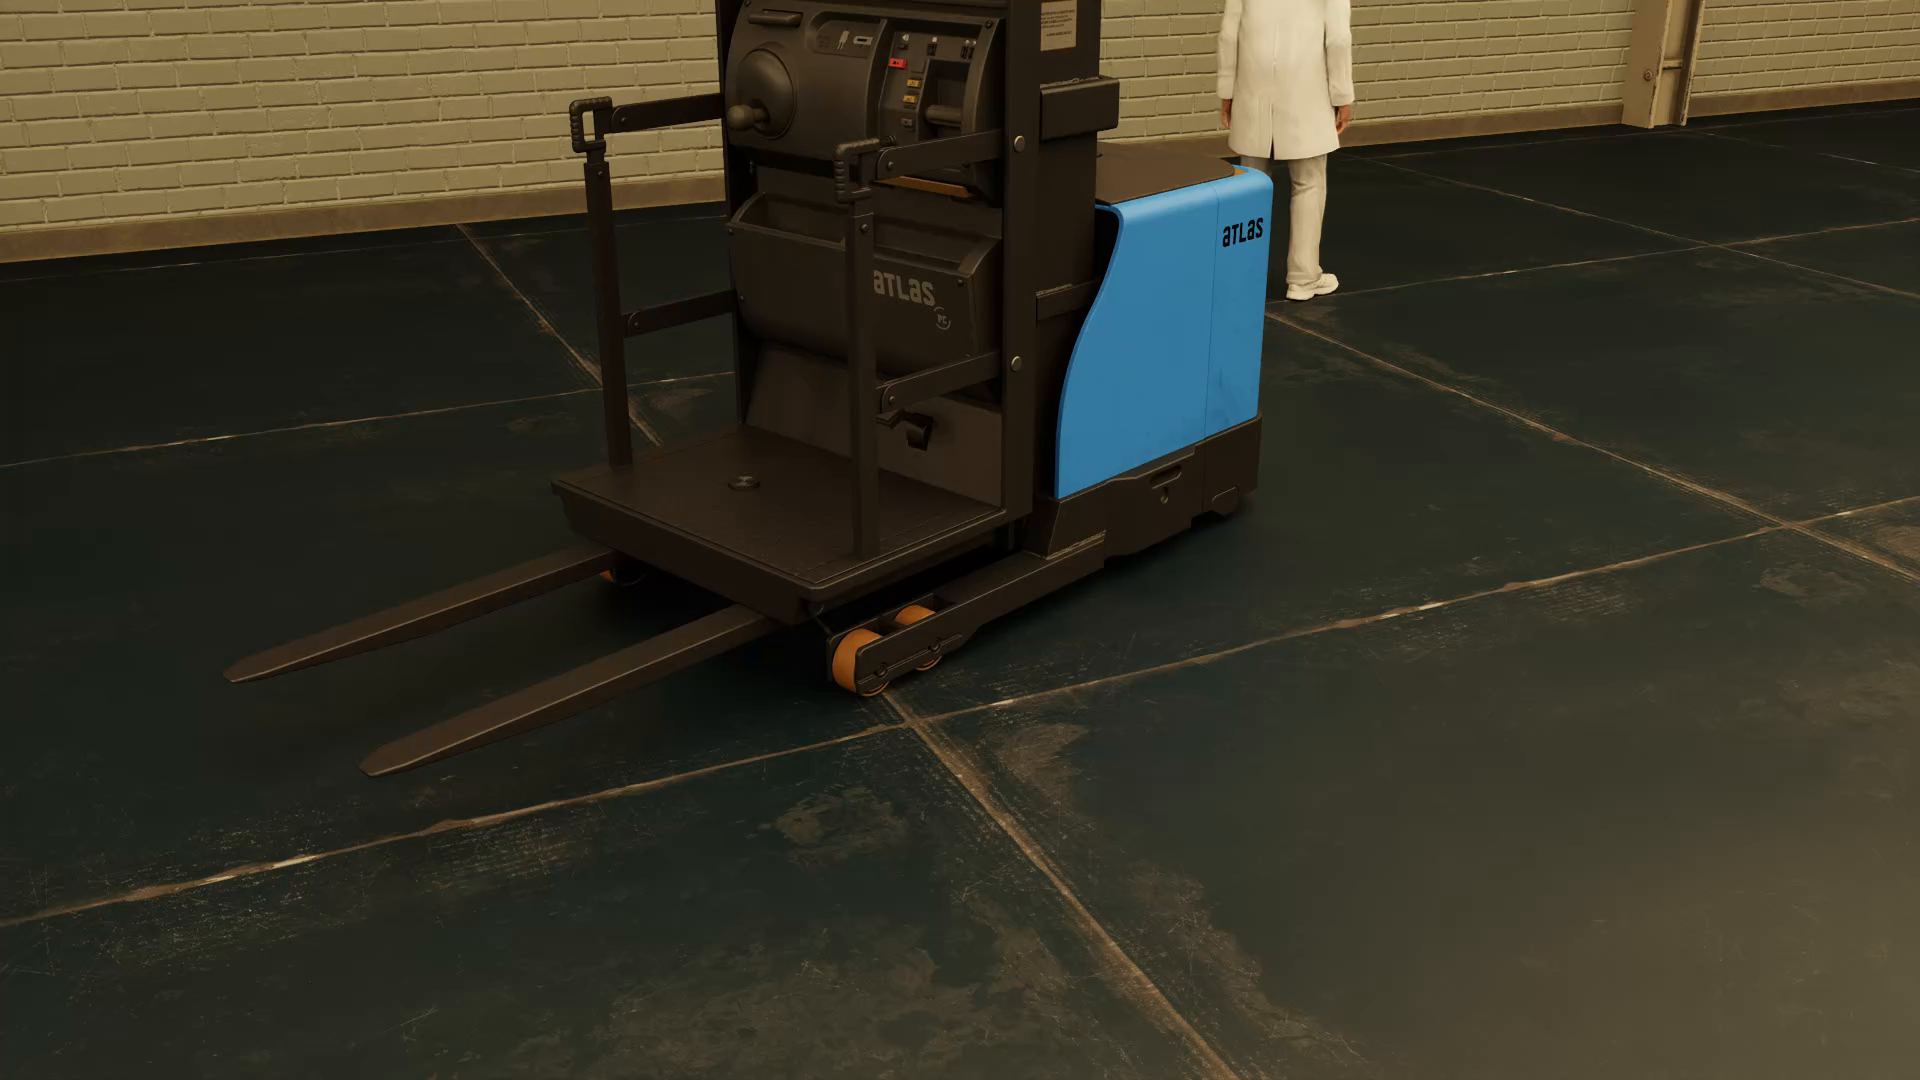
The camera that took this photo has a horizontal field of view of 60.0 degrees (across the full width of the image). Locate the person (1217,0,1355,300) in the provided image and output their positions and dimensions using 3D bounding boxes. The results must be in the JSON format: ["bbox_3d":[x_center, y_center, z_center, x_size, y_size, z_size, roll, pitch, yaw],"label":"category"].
[{"bbox_3d":[1.488,-2.015,7.646,0.646,1.774,0.420,11,25,24],"label":"person"}]

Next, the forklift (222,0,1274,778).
[{"bbox_3d":[-0.413,-1.182,4.131,1.130,2.935,3.031,19,29,39],"label":"forklift"}]
